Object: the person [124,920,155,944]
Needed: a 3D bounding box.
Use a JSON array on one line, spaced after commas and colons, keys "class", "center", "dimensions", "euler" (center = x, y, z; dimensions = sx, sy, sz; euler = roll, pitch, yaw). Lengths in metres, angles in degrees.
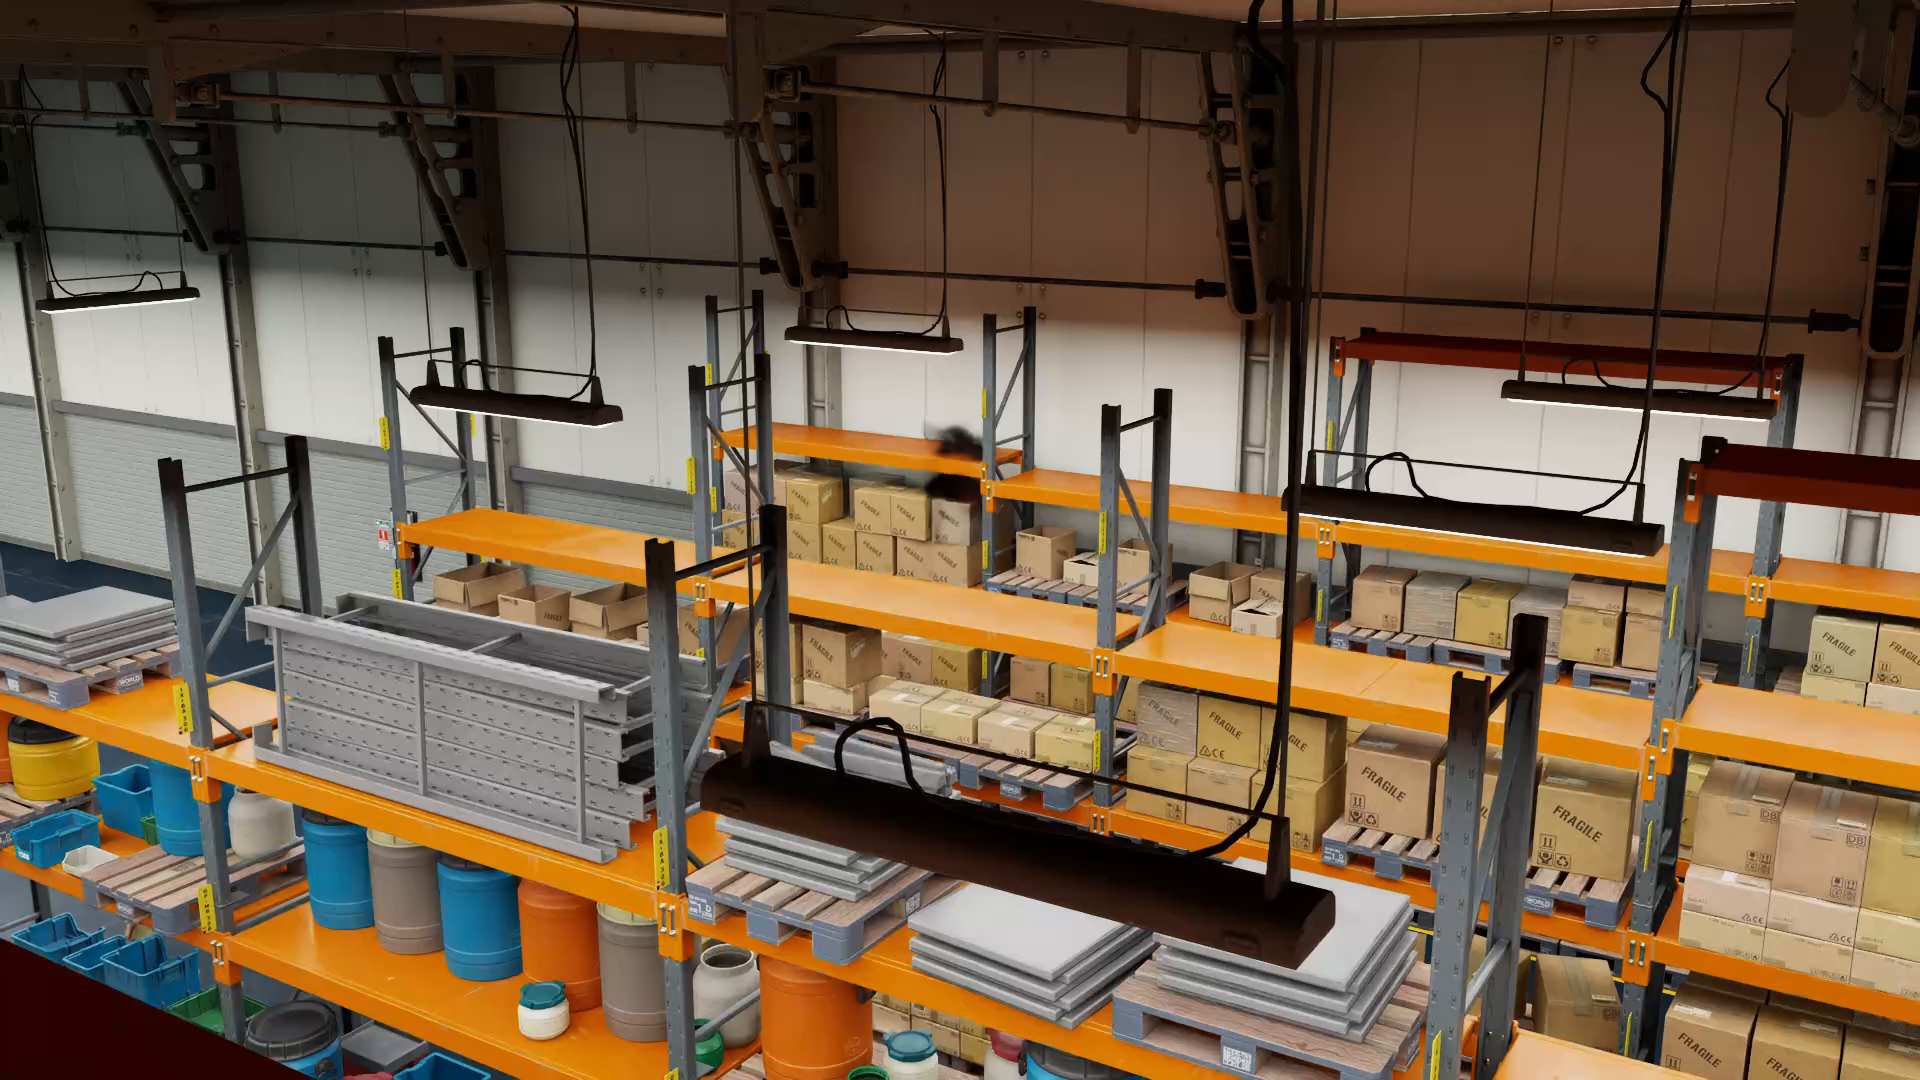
[{"class": "person", "center": [-7.470, 3.606, 15.317], "dimensions": [0.567, 1.626, 0.613], "euler": [1, 14, 4]}]
